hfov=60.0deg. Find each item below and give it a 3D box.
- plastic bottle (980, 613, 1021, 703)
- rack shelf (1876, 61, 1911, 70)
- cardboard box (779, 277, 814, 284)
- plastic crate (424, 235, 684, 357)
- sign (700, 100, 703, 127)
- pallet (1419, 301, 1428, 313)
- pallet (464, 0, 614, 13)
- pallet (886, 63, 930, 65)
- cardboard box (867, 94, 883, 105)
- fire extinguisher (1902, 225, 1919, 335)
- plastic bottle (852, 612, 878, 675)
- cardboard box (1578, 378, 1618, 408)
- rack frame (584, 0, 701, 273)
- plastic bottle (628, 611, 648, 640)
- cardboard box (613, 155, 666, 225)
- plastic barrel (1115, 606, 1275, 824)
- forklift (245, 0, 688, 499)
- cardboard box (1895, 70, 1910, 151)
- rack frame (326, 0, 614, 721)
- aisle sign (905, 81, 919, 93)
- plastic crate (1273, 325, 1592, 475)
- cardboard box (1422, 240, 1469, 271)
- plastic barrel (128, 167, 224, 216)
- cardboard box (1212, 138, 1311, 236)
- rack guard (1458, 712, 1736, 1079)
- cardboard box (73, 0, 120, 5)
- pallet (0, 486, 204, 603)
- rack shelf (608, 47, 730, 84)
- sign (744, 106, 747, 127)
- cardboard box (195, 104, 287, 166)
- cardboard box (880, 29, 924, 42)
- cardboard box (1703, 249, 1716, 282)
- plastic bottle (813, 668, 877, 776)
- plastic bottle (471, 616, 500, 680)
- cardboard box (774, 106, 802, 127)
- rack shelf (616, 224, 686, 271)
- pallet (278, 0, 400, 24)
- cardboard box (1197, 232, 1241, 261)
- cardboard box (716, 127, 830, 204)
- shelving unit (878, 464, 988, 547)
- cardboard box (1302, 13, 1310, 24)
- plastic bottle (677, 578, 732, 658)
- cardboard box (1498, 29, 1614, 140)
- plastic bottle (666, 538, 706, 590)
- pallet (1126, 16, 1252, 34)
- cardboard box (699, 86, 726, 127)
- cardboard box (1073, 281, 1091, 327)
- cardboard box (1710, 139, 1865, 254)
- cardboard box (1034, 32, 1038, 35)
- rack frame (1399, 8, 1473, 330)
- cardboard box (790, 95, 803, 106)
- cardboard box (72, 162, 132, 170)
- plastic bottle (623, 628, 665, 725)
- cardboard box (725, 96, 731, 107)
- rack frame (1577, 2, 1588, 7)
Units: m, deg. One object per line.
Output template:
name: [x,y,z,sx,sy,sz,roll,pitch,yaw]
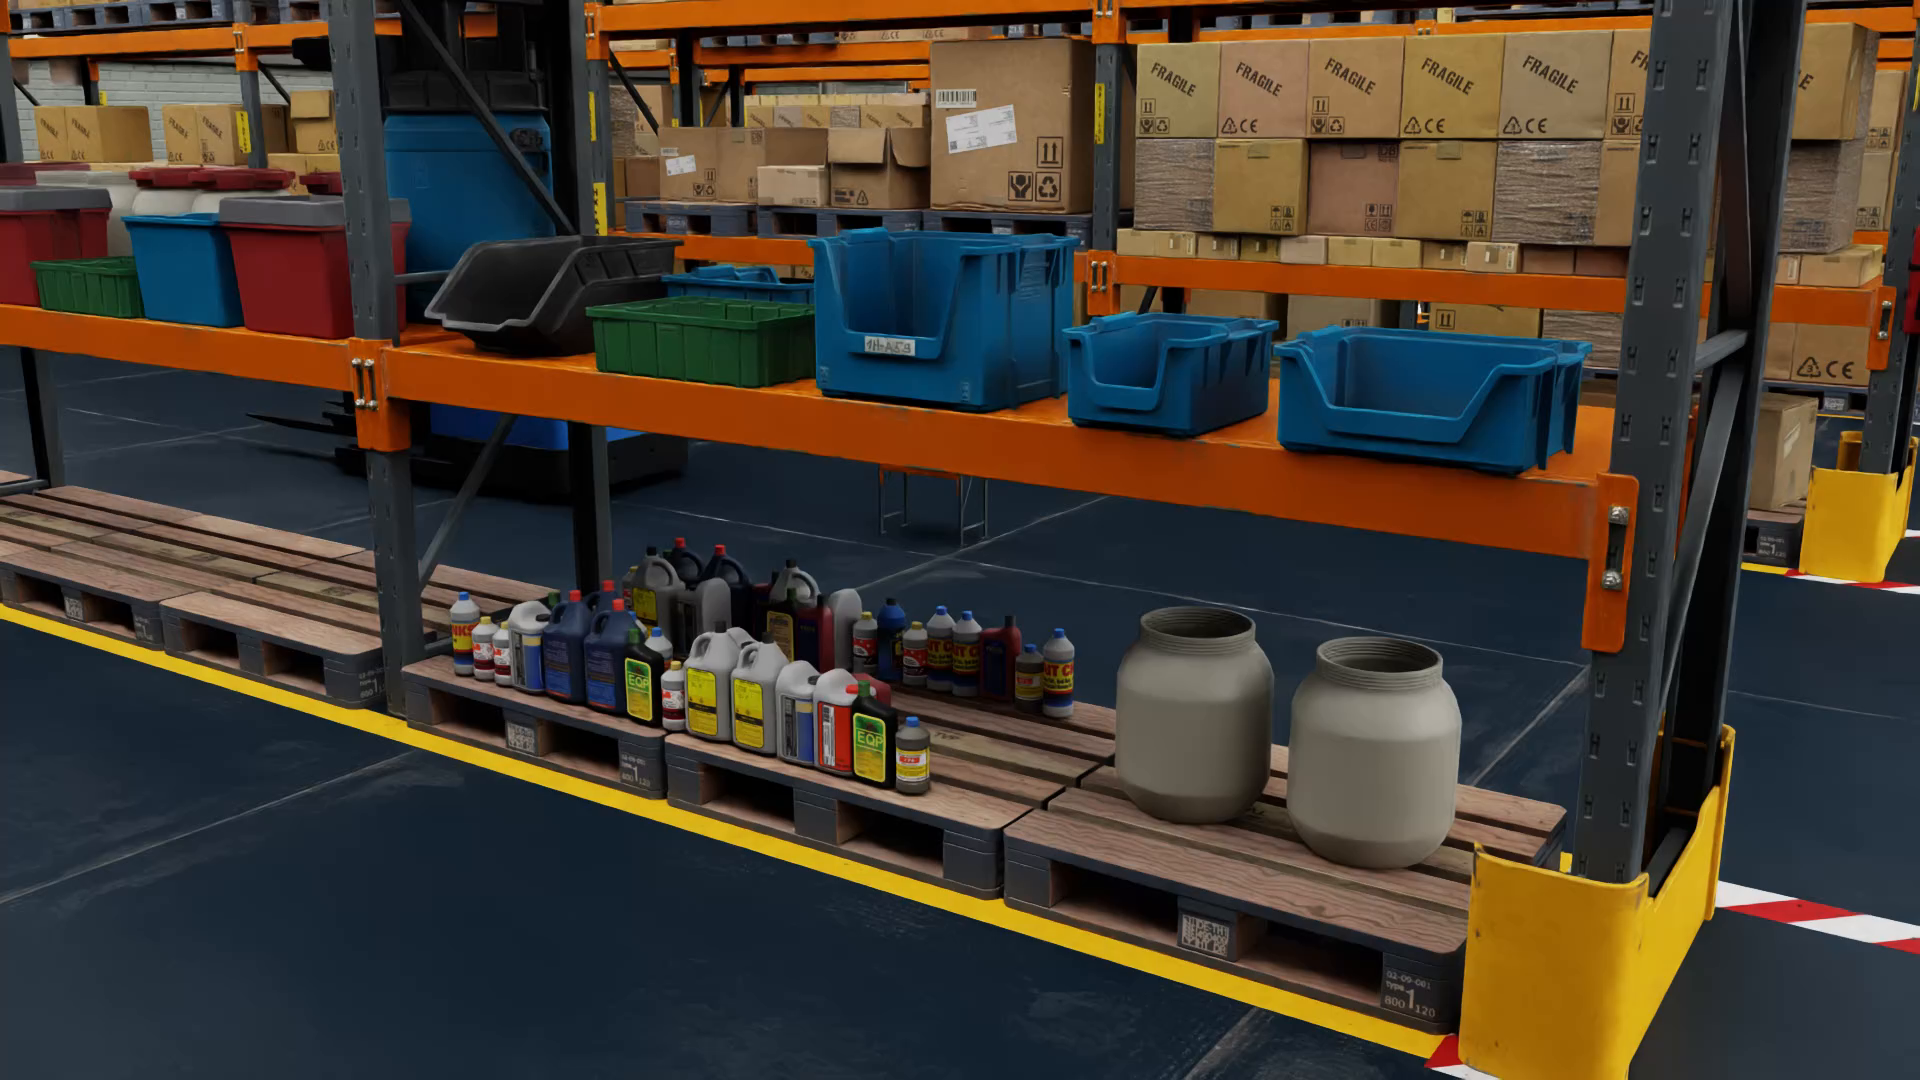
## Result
plastic bottle: [0.130,0.370,5.325,0.133,0.283,0.061,10,17,34]
rack shelf: [11.040,-5.725,20.462,4.000,0.370,1.077,9,17,33]
cardboard box: [-1.218,-1.668,11.544,0.500,0.250,0.500,12,18,39]
plastic crate: [-1.318,-0.807,5.470,0.504,0.338,0.767,9,17,33]
sign: [-1.941,-3.090,12.317,0.005,0.325,0.100,9,17,33]
pallet: [4.950,-2.810,19.236,1.213,0.211,1.003,9,17,33]
pallet: [-2.800,-3.897,11.973,1.003,0.211,1.213,10,17,35]
pallet: [-0.698,-6.494,22.256,1.213,0.211,1.003,9,17,33]
cardboard box: [-1.037,-5.918,22.350,0.250,0.149,0.380,9,17,32]
fire extinguisher: [4.240,-1.239,7.247,0.183,0.674,0.296,9,17,33]
plastic bottle: [-0.313,0.343,5.603,0.097,0.201,0.097,0,14,0]
cardboard box: [3.378,-0.535,8.569,0.500,0.500,0.500,-12,18,-39]
rack frame: [-2.236,-2.457,12.005,0.127,3.000,1.000,9,17,33]
plastic bottle: [-1.055,0.365,5.370,0.097,0.271,0.097,0,14,0]
cardboard box: [-2.488,-2.625,12.475,0.500,0.500,0.500,10,17,34]
plastic barrel: [0.633,0.467,4.496,0.421,0.512,0.421,0,14,0]
forklift: [-3.130,-1.893,9.871,3.031,2.935,1.130,9,16,31]
cardboard box: [6.968,-3.014,11.695,0.550,0.550,0.875,9,17,33]
rack frame: [-1.681,-0.933,5.848,0.127,3.000,1.000,9,17,33]
aisle sign: [-0.797,-7.708,27.809,0.004,0.787,0.394,9,17,33]
plastic crate: [1.055,-0.331,3.729,0.616,0.251,0.499,9,17,33]
cardboard box: [2.578,-1.486,8.608,0.250,0.149,0.380,9,17,33]
plastic barrel: [-3.321,-1.327,7.159,0.433,0.535,0.433,0,14,0]
cardboard box: [1.817,-1.966,9.197,0.500,0.500,0.875,9,17,33]
rack guard: [1.548,0.816,3.985,0.348,0.500,1.175,9,17,33]
cardboard box: [-7.557,-5.068,15.022,0.500,0.500,0.700,8,16,29]
pallet: [-4.379,-0.004,7.899,1.213,0.211,1.003,9,17,33]
rack shelf: [-4.363,-5.343,18.921,4.000,0.370,1.077,9,17,33]
sign: [-2.396,-4.642,18.422,0.005,0.325,0.100,9,17,33]
cardboard box: [-6.086,-3.437,14.097,0.500,0.500,0.500,10,17,34]
cardboard box: [-0.422,-5.027,15.938,0.500,0.500,0.500,9,17,33]
cardboard box: [3.607,-1.316,7.919,0.250,0.149,0.380,9,17,33]
plastic bottle: [-0.325,0.514,4.756,0.135,0.276,0.152,9,17,33]
plastic bottle: [-1.577,0.356,5.551,0.097,0.201,0.097,0,14,0]
cardboard box: [-2.240,-5.783,23.152,0.500,0.500,0.500,9,17,32]
rack shelf: [-3.896,-2.376,13.175,4.000,0.370,1.077,9,17,33]
pallet: [-4.767,-4.243,13.377,1.217,0.209,0.805,8,16,31]
cardboard box: [1.517,-1.645,9.250,0.250,0.149,0.380,9,17,33]
cardboard box: [-1.247,-2.590,11.460,0.500,0.500,0.700,12,19,41]
shelving unit: [-0.137,-0.605,8.269,0.503,1.200,0.258,9,17,33]
cardboard box: [4.075,-5.808,19.093,0.500,0.500,0.700,9,17,33]
plastic bottle: [-0.889,0.264,5.769,0.135,0.276,0.152,9,17,33]
cardboard box: [2.976,-2.220,8.141,0.500,0.500,0.500,9,17,33]
plastic bottle: [-0.986,0.169,5.997,0.185,0.351,0.144,9,16,31]
pallet: [2.109,-4.571,14.698,1.213,0.211,1.003,10,17,35]
cardboard box: [-2.942,-4.756,18.385,0.500,0.500,0.500,10,17,34]
cardboard box: [1.071,-2.444,15.762,0.750,0.750,1.050,9,16,32]
cardboard box: [3.961,-1.656,7.943,0.500,0.500,0.875,9,17,33]
cardboard box: [0.830,-6.276,20.803,0.250,0.166,0.380,8,16,29]
rack frame: [3.935,-2.896,13.778,0.127,3.000,1.000,9,17,33]
cardboard box: [-2.135,-6.074,22.981,0.250,0.149,0.380,9,17,33]
cardboard box: [-7.777,-3.346,15.292,0.500,0.250,0.500,9,16,31]
plastic bottle: [-0.973,0.419,5.125,0.133,0.283,0.061,10,17,35]
cardboard box: [-3.203,-6.251,23.695,0.250,0.149,0.380,10,17,34]
rack frame: [6.614,-6.808,17.099,0.127,3.000,1.000,9,17,33]
